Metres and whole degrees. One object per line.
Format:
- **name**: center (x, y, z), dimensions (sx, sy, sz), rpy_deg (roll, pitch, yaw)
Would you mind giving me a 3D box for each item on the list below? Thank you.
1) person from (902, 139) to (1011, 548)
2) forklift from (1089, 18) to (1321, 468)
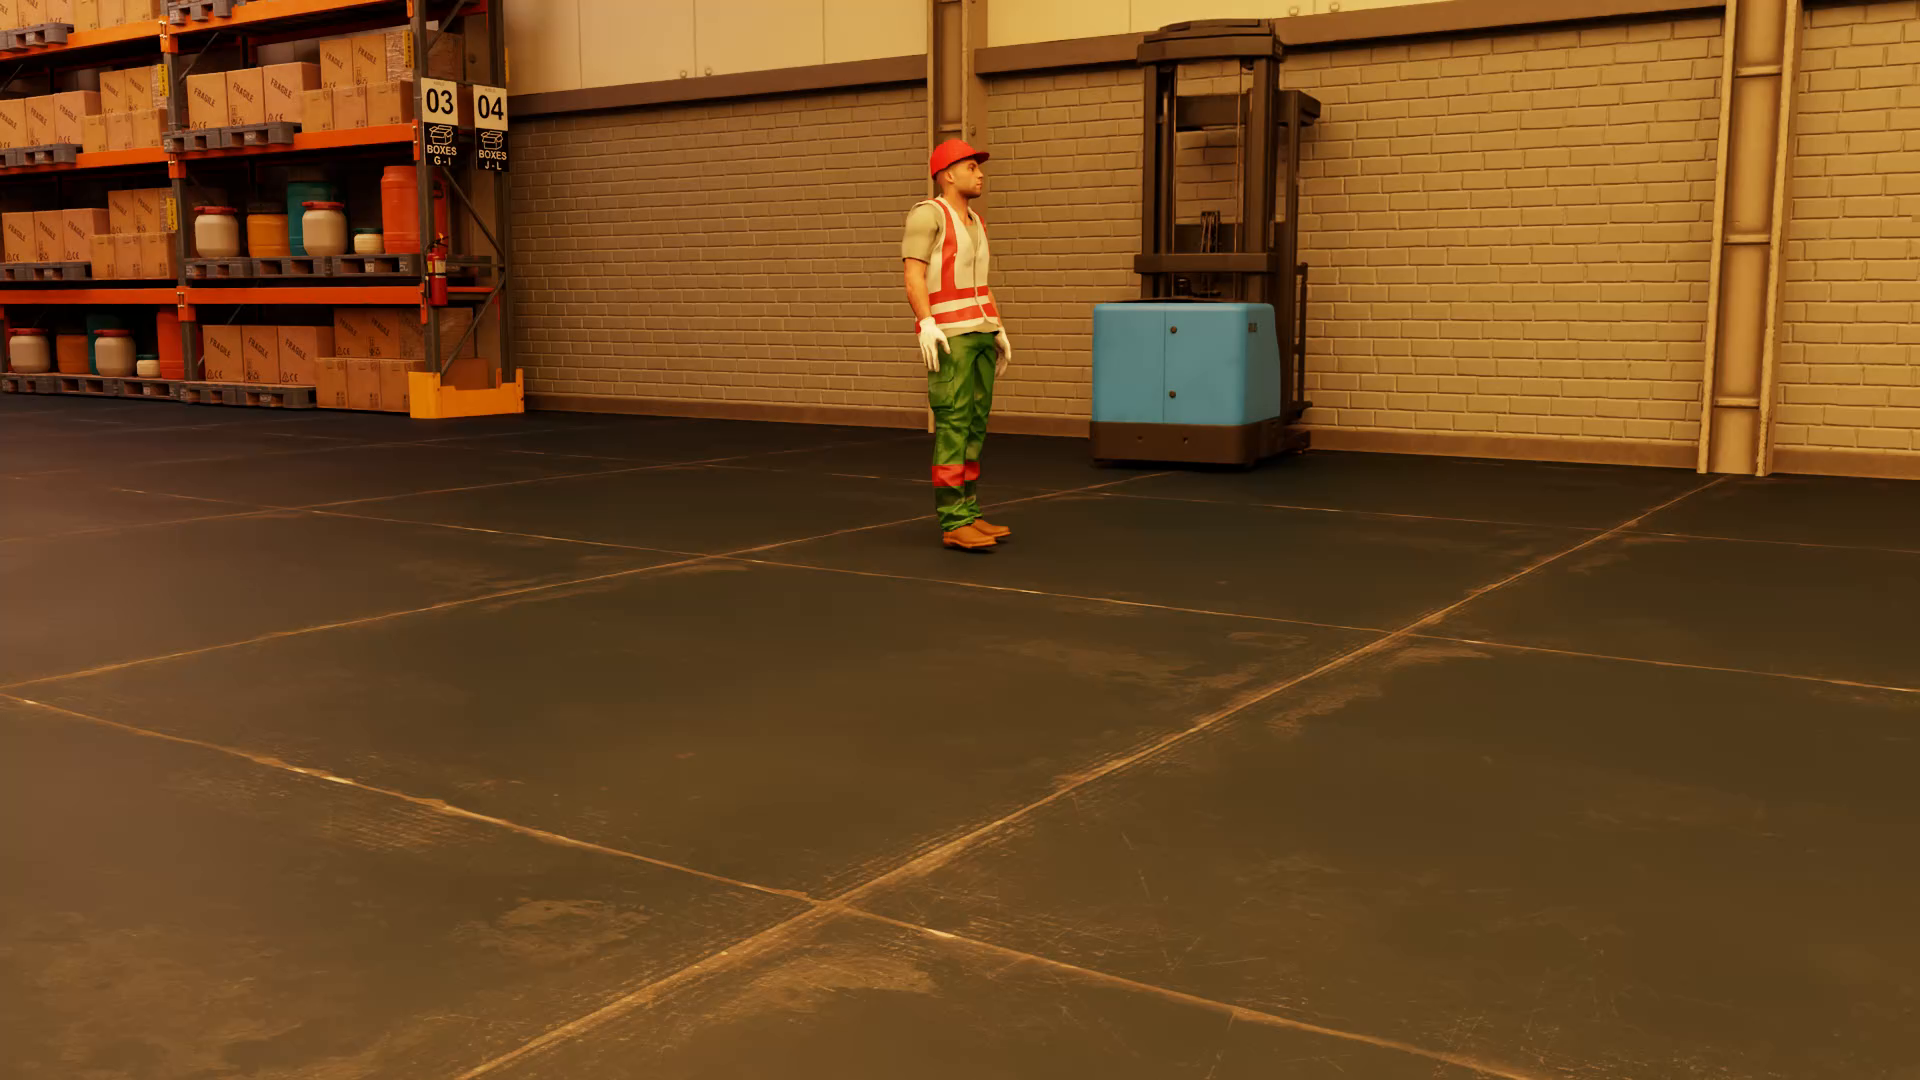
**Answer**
- **person**: center (0.060, -0.885, 7.422), dimensions (0.562, 1.790, 0.637), rpy_deg (5, 10, 34)
- **forklift**: center (1.901, -2.078, 11.809), dimensions (1.130, 2.935, 3.031), rpy_deg (4, 9, 23)
